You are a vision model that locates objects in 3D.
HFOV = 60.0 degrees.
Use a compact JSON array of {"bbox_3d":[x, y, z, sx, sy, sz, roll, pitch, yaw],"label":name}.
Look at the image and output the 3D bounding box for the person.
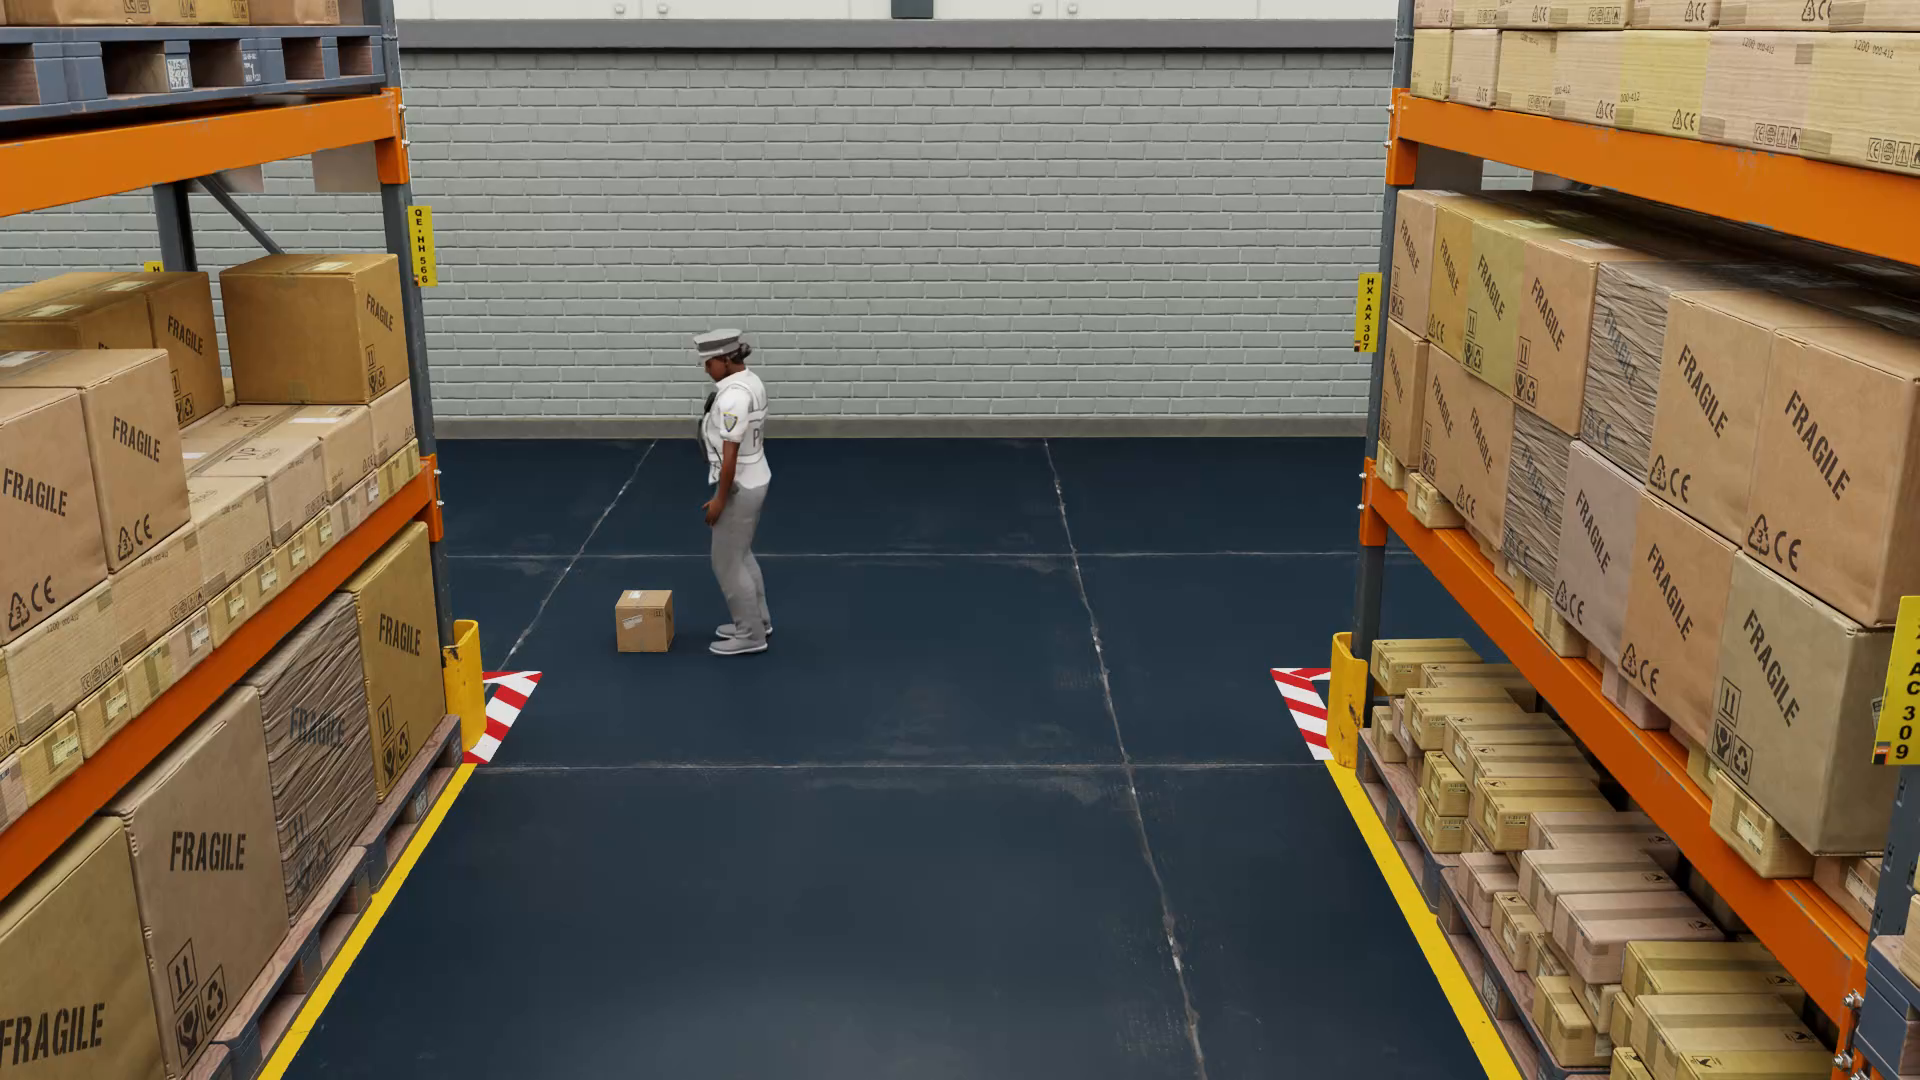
[{"bbox_3d":[-1.128,-0.239,8.353,0.351,1.651,0.443,0,17,0],"label":"person"}]
